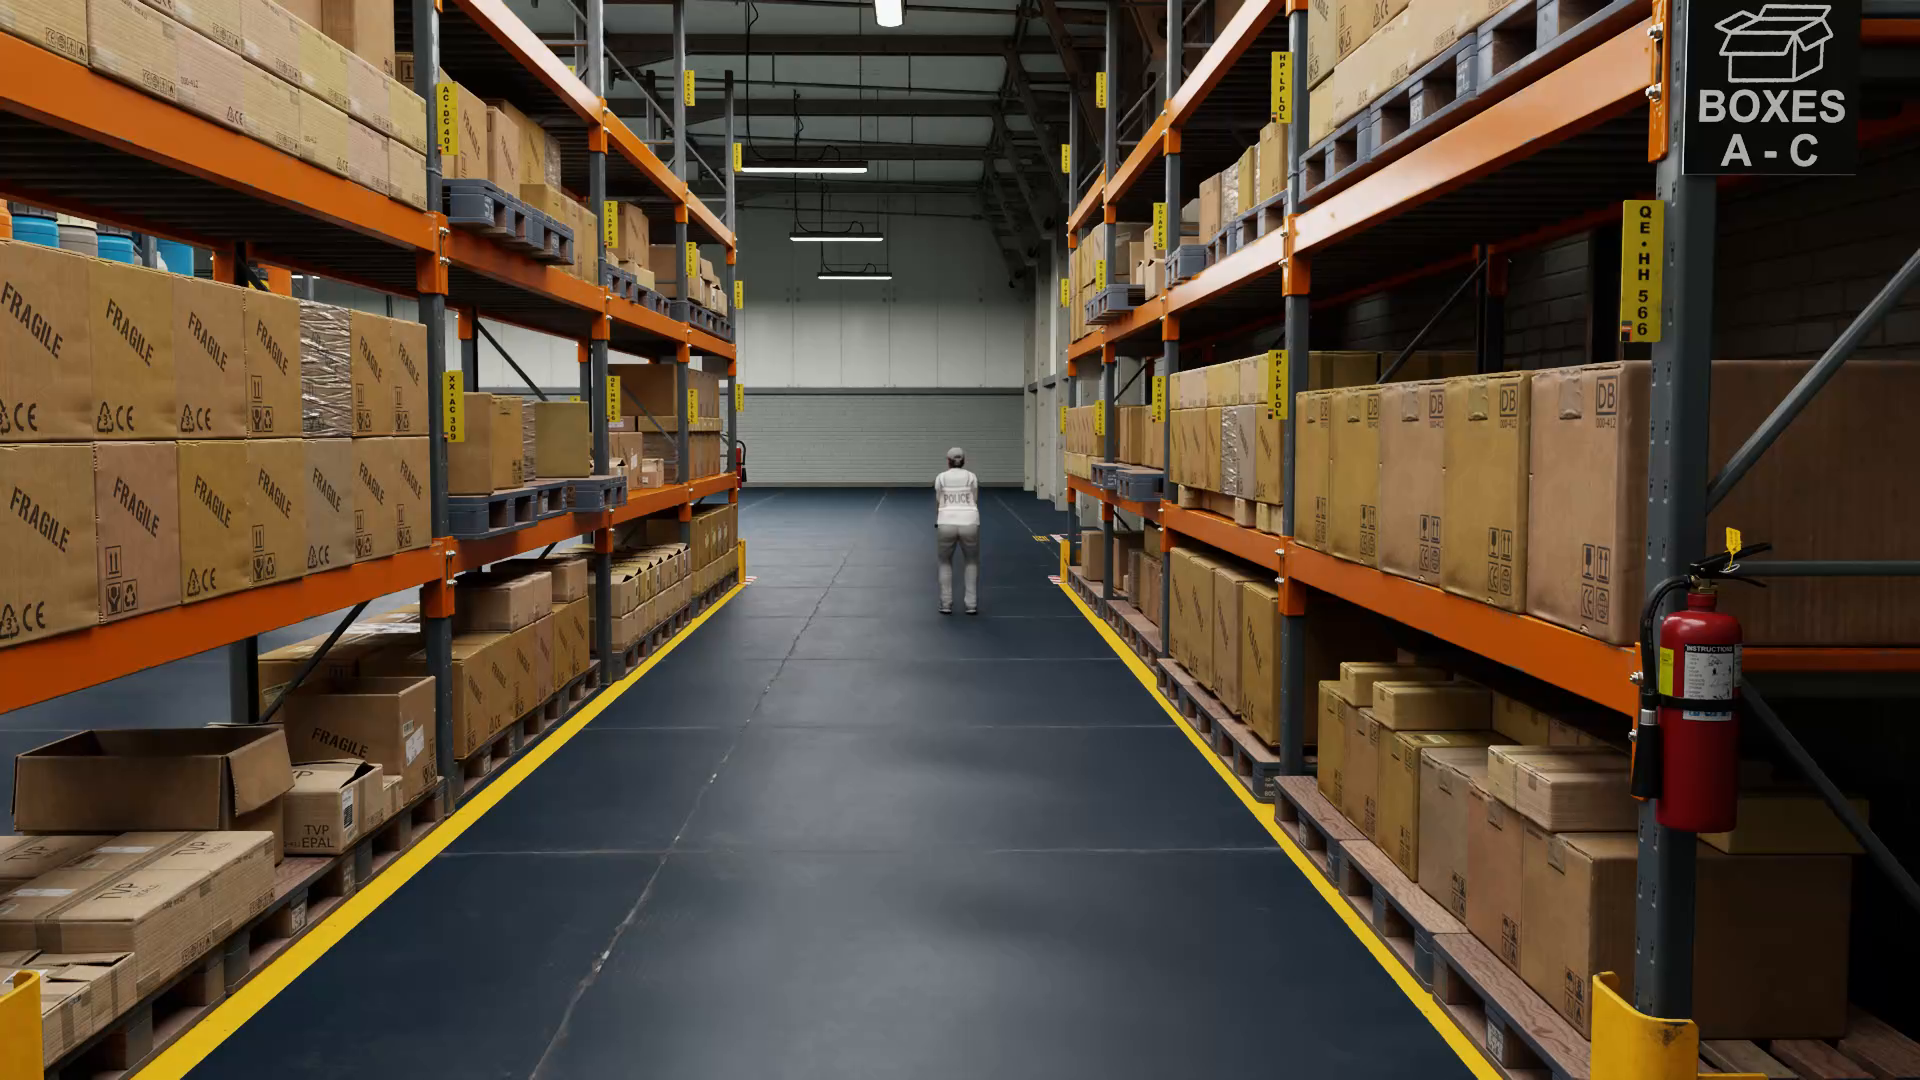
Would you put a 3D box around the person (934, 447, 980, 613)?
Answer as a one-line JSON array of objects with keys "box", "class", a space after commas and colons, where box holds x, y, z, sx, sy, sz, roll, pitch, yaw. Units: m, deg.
[{"box": [-0.031, -0.099, 16.554, 0.452, 1.661, 0.552, 0, 4, -2], "class": "person"}]
